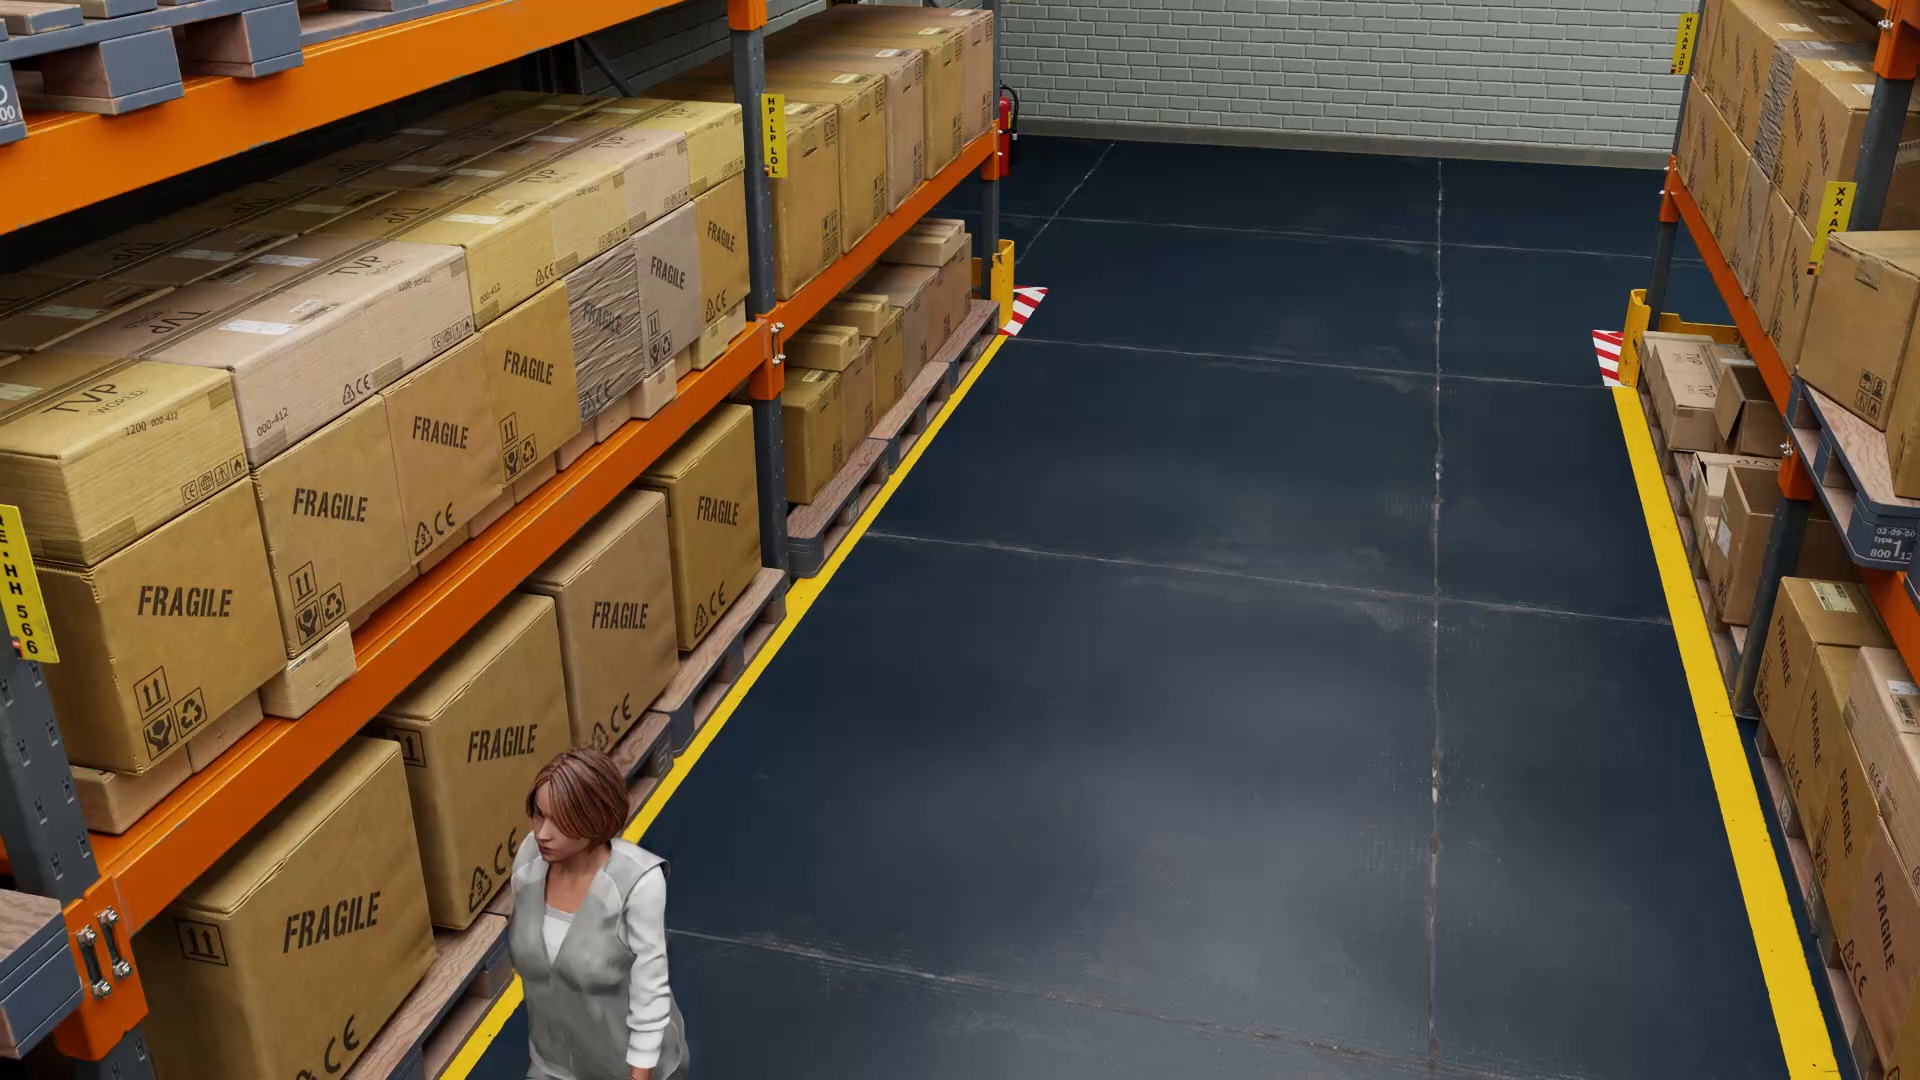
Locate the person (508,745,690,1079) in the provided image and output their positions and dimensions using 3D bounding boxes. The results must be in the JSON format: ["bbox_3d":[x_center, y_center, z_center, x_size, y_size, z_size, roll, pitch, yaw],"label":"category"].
[{"bbox_3d":[-0.807,1.172,3.670,0.407,1.569,0.868,8,27,16],"label":"person"}]
